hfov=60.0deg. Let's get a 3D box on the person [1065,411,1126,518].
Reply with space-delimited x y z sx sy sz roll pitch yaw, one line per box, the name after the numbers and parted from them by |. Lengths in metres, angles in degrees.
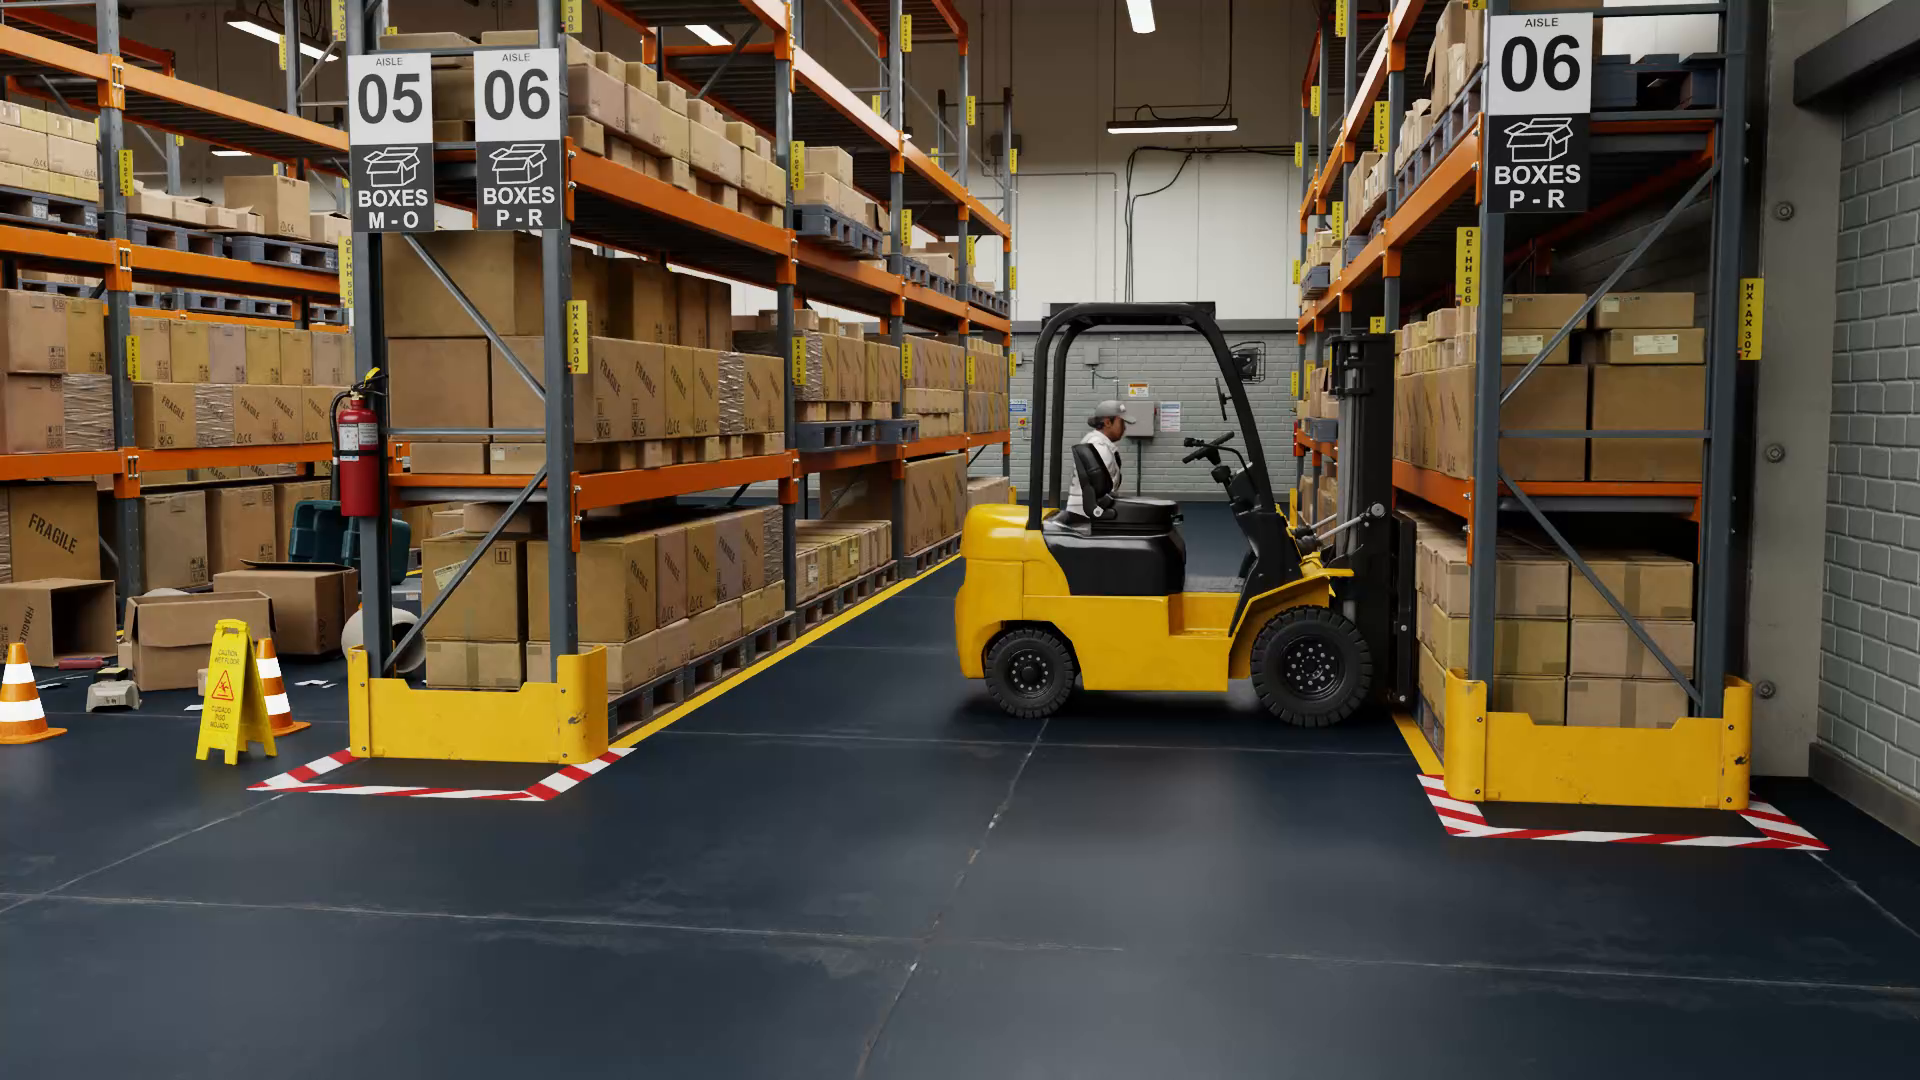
0.874 -0.051 10.681 0.401 1.637 0.540 1 5 7 | person
